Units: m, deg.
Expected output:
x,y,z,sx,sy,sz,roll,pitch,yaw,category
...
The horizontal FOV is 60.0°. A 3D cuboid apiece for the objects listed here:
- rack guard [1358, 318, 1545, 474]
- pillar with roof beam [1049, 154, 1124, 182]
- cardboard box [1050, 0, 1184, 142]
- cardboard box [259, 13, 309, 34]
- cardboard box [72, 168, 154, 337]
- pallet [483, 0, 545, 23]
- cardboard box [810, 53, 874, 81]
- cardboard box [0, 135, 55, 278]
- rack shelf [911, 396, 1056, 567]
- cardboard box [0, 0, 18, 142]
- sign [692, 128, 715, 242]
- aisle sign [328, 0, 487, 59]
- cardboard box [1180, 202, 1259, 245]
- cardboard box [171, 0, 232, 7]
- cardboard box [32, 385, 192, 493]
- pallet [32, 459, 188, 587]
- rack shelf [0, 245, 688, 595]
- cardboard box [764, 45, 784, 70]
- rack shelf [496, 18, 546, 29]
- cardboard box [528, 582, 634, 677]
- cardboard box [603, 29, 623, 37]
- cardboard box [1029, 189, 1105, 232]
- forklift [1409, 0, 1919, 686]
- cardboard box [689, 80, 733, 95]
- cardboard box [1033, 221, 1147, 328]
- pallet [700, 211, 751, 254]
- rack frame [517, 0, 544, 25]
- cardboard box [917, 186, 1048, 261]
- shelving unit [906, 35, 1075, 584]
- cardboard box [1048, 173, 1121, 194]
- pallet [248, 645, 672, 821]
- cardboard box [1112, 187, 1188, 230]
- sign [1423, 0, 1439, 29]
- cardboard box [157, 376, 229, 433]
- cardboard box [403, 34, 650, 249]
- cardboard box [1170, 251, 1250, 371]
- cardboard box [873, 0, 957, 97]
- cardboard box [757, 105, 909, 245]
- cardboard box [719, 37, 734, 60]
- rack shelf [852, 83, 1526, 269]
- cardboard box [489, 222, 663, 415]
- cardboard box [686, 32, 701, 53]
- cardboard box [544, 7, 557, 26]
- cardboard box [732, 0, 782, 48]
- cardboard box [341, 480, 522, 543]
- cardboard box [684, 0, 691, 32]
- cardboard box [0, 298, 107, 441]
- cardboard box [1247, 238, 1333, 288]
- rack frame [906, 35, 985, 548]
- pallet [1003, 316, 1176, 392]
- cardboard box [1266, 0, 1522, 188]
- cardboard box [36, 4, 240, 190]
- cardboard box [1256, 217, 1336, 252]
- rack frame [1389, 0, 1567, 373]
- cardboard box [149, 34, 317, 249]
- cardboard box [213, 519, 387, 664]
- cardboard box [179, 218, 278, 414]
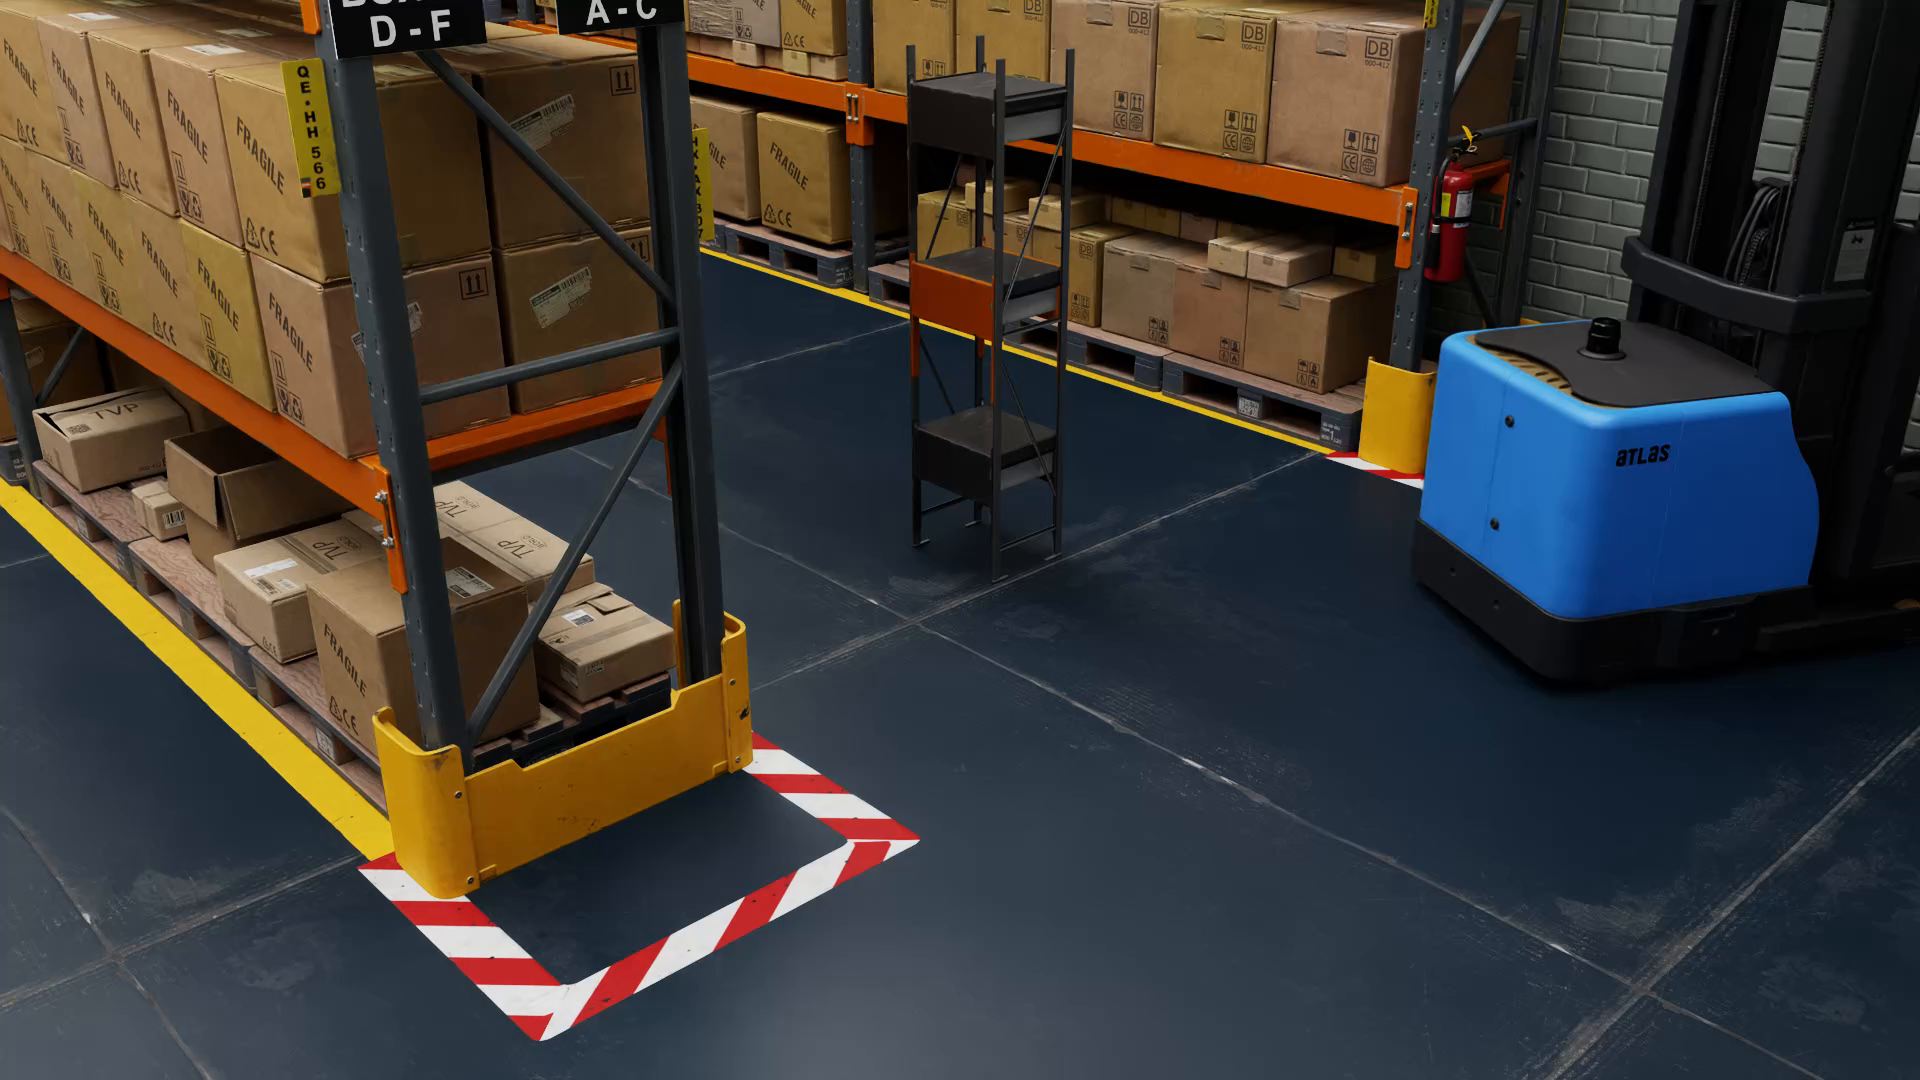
x,y,z,sx,sy,sz,roll,pitch,yaw,category
2.466,-0.747,8.285,1.175,0.500,0.348,-21,32,-38,rack guard
-2.317,-4.645,6.589,9.100,9.000,0.400,-21,32,-38,pillar with roof beam
1.074,-2.630,9.040,0.700,0.700,0.980,22,32,39,cardboard box
-1.976,-1.504,5.607,0.500,0.500,0.500,-21,32,-38,cardboard box
-2.707,-1.051,5.818,0.500,0.500,0.500,-22,32,-39,cardboard box
-3.584,-4.414,13.542,1.213,0.211,1.003,-21,32,-38,pallet
-0.722,-3.020,10.535,0.380,0.149,0.250,-21,32,-38,cardboard box
-3.396,-1.356,6.489,0.500,0.500,0.500,-21,32,-38,cardboard box
0.113,-0.256,7.000,0.431,0.518,0.480,-21,32,-38,rack shelf
-3.428,-1.818,6.297,0.500,0.500,0.500,-22,33,-40,cardboard box
-0.768,-1.033,4.857,0.100,0.325,0.005,-21,32,-38,sign
-1.341,-1.560,3.924,0.394,0.787,0.004,-21,32,-38,aisle sign
1.437,-1.749,9.194,0.380,0.149,0.250,-21,32,-38,cardboard box
-2.667,-1.810,6.279,0.500,0.500,0.500,-21,32,-38,cardboard box
-3.769,-0.485,7.409,0.500,0.311,0.500,-21,32,-38,cardboard box
-3.429,-0.220,7.478,1.003,0.211,1.213,-21,32,-38,pallet
-2.531,-0.764,6.177,1.077,0.370,4.000,-21,32,-38,rack shelf
-1.056,-3.181,10.888,0.380,0.149,0.250,-20,31,-37,cardboard box
-4.386,-4.594,14.572,1.077,0.370,4.000,-21,32,-38,rack shelf
-1.370,0.304,5.854,0.380,0.166,0.250,-21,32,-38,cardboard box
-2.415,-3.820,12.288,0.380,0.149,0.250,-22,32,-39,cardboard box
0.609,-1.883,9.488,0.380,0.149,0.250,-22,33,-40,cardboard box
3.414,-1.141,6.220,3.031,2.935,1.130,-7,25,-15,forklift
-2.018,-3.001,12.298,0.750,0.750,0.750,-21,32,-39,cardboard box
0.842,-1.592,9.632,0.700,0.500,0.500,-20,31,-37,cardboard box
-1.705,-2.417,12.293,1.003,0.211,1.213,-21,32,-38,pallet
-3.019,-4.315,13.095,1.000,3.000,0.127,-21,32,-38,rack frame
0.152,-1.901,10.310,0.700,0.500,0.500,-21,32,-38,cardboard box
0.113,-0.905,6.704,0.431,2.100,0.503,-21,32,-38,shelving unit
0.740,-2.058,9.872,0.380,0.149,0.250,-23,33,-40,cardboard box
-1.762,0.520,5.857,1.003,0.211,1.213,-21,32,-38,pallet
1.089,-1.903,9.532,0.380,0.149,0.250,-22,32,-39,cardboard box
2.044,-2.376,7.164,0.100,0.325,0.005,-21,32,-38,sign
-3.302,-0.668,7.581,0.500,0.500,0.500,-21,32,-38,cardboard box
-1.275,-1.195,4.929,0.500,0.500,0.500,-20,31,-37,cardboard box
1.556,-1.280,8.949,0.700,0.500,0.500,-21,32,-39,cardboard box
0.074,-3.071,10.006,0.980,0.700,0.700,-21,32,-38,cardboard box
-0.824,-2.476,11.148,0.750,0.750,0.750,-21,32,-38,cardboard box
-1.398,-3.337,11.230,0.380,0.149,0.250,-21,32,-38,cardboard box
1.082,-2.170,9.260,1.077,0.370,4.000,-21,32,-38,rack shelf
-1.275,-0.740,5.137,0.500,0.500,0.500,-20,32,-37,cardboard box
-1.732,-3.501,11.589,0.380,0.149,0.250,-20,31,-37,cardboard box
-2.963,-4.045,12.780,0.380,0.149,0.250,-22,32,-39,cardboard box
-1.140,-3.513,10.834,0.500,0.500,0.500,-21,32,-38,cardboard box
-2.012,0.018,6.380,0.500,0.250,0.500,-21,32,-38,cardboard box
-1.822,-3.818,11.502,0.500,0.500,0.500,-20,31,-37,cardboard box
-4.445,-0.828,7.933,0.500,0.500,0.500,-21,32,-39,cardboard box
1.677,-1.411,8.454,0.380,0.149,0.250,-22,32,-39,cardboard box
-0.054,-0.979,6.866,0.400,2.100,0.015,-21,32,-38,rack frame
1.016,-1.212,9.653,1.003,0.211,1.213,-21,32,-38,pallet
2.093,-2.180,8.052,0.980,0.700,0.700,-20,31,-36,cardboard box
-2.724,-1.506,5.613,0.500,0.500,0.500,-20,31,-37,cardboard box
1.782,-1.596,8.859,0.380,0.149,0.250,-21,32,-38,cardboard box
2.449,-1.891,7.782,1.000,3.000,0.127,-21,32,-38,rack frame
-2.015,-1.195,4.930,0.500,0.500,0.500,-20,31,-37,cardboard box
-2.343,0.175,6.036,0.500,0.250,0.500,-21,32,-38,cardboard box
-2.026,-0.745,5.149,0.500,0.500,0.500,-21,32,-38,cardboard box
